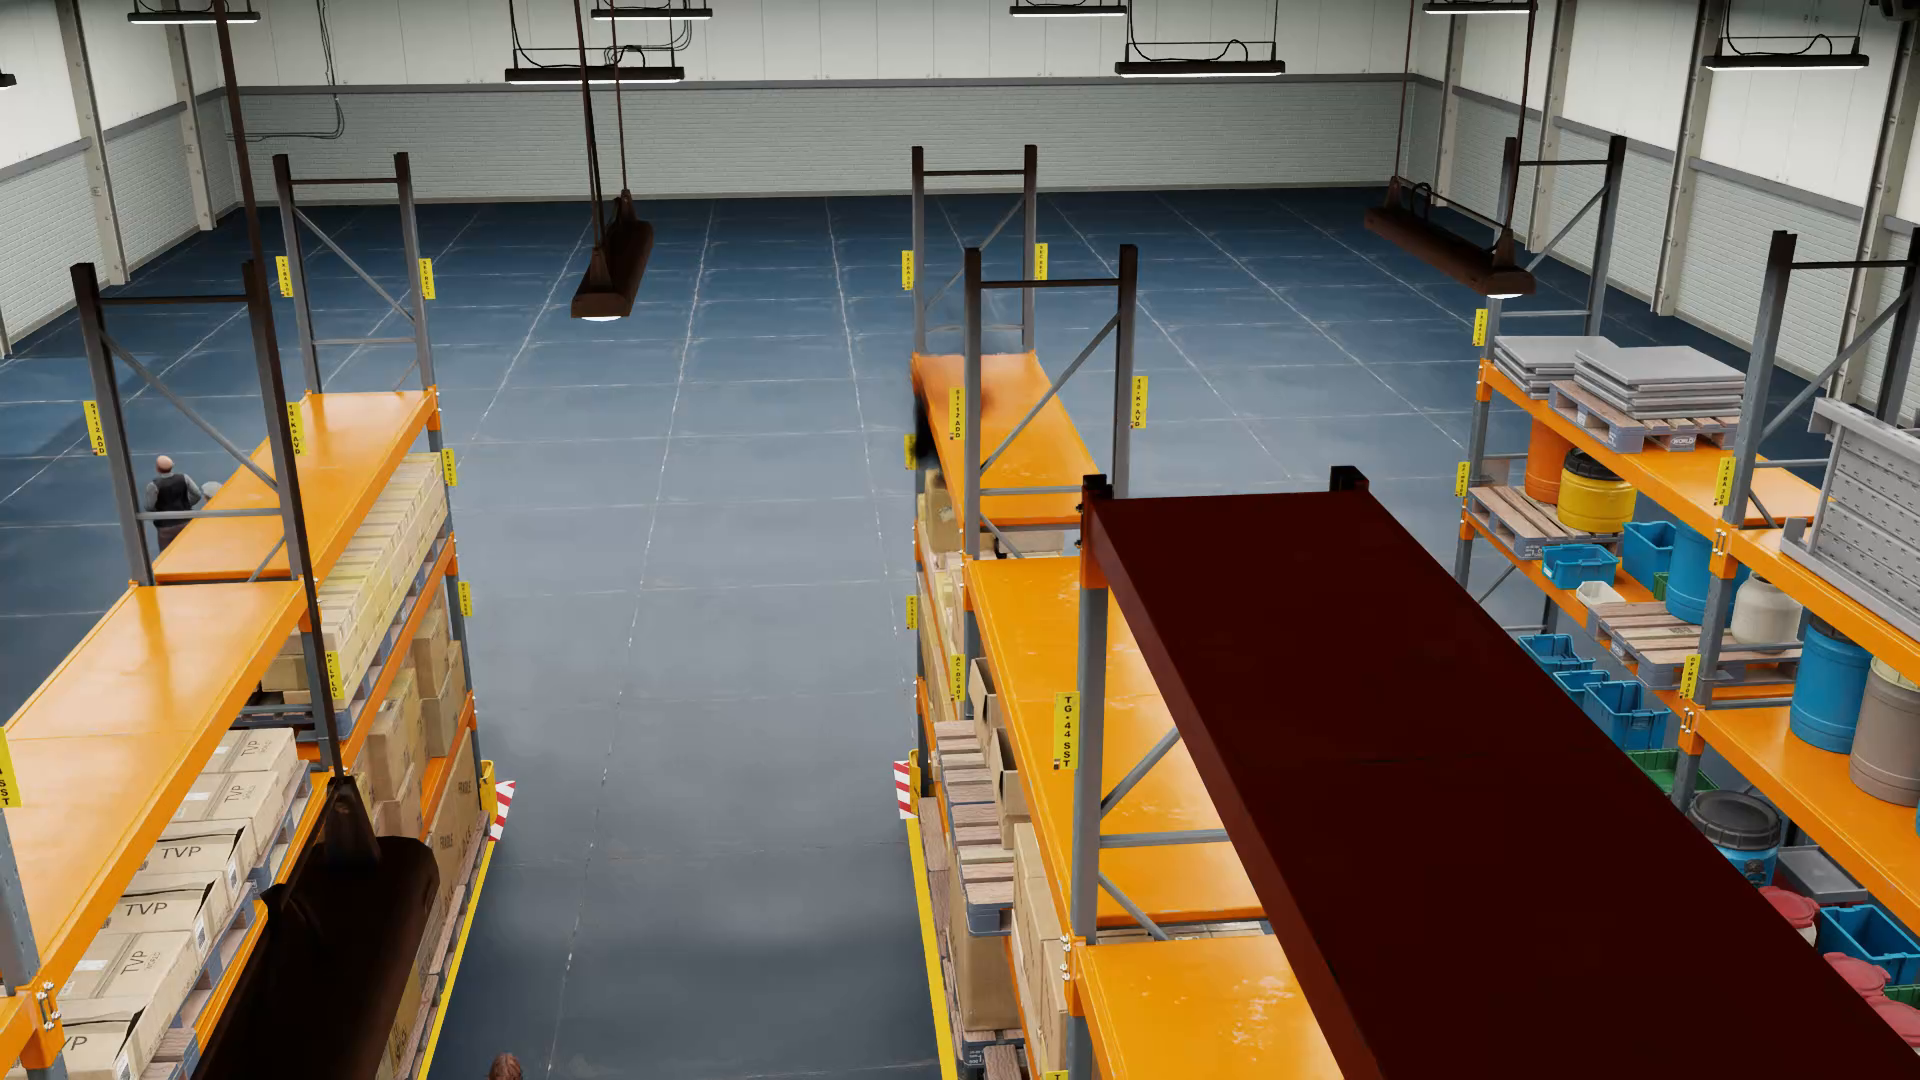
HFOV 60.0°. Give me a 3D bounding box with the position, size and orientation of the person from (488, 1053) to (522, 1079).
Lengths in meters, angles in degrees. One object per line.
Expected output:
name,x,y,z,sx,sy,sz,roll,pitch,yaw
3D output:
person,-2.662,3.755,10.013,0.548,1.568,0.805,-4,22,-9

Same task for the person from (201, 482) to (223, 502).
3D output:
person,-8.515,0.104,19.140,0.540,1.656,0.608,13,25,29

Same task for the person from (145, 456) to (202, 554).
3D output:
person,-9.364,-0.199,19.847,0.614,1.691,0.671,18,28,38
